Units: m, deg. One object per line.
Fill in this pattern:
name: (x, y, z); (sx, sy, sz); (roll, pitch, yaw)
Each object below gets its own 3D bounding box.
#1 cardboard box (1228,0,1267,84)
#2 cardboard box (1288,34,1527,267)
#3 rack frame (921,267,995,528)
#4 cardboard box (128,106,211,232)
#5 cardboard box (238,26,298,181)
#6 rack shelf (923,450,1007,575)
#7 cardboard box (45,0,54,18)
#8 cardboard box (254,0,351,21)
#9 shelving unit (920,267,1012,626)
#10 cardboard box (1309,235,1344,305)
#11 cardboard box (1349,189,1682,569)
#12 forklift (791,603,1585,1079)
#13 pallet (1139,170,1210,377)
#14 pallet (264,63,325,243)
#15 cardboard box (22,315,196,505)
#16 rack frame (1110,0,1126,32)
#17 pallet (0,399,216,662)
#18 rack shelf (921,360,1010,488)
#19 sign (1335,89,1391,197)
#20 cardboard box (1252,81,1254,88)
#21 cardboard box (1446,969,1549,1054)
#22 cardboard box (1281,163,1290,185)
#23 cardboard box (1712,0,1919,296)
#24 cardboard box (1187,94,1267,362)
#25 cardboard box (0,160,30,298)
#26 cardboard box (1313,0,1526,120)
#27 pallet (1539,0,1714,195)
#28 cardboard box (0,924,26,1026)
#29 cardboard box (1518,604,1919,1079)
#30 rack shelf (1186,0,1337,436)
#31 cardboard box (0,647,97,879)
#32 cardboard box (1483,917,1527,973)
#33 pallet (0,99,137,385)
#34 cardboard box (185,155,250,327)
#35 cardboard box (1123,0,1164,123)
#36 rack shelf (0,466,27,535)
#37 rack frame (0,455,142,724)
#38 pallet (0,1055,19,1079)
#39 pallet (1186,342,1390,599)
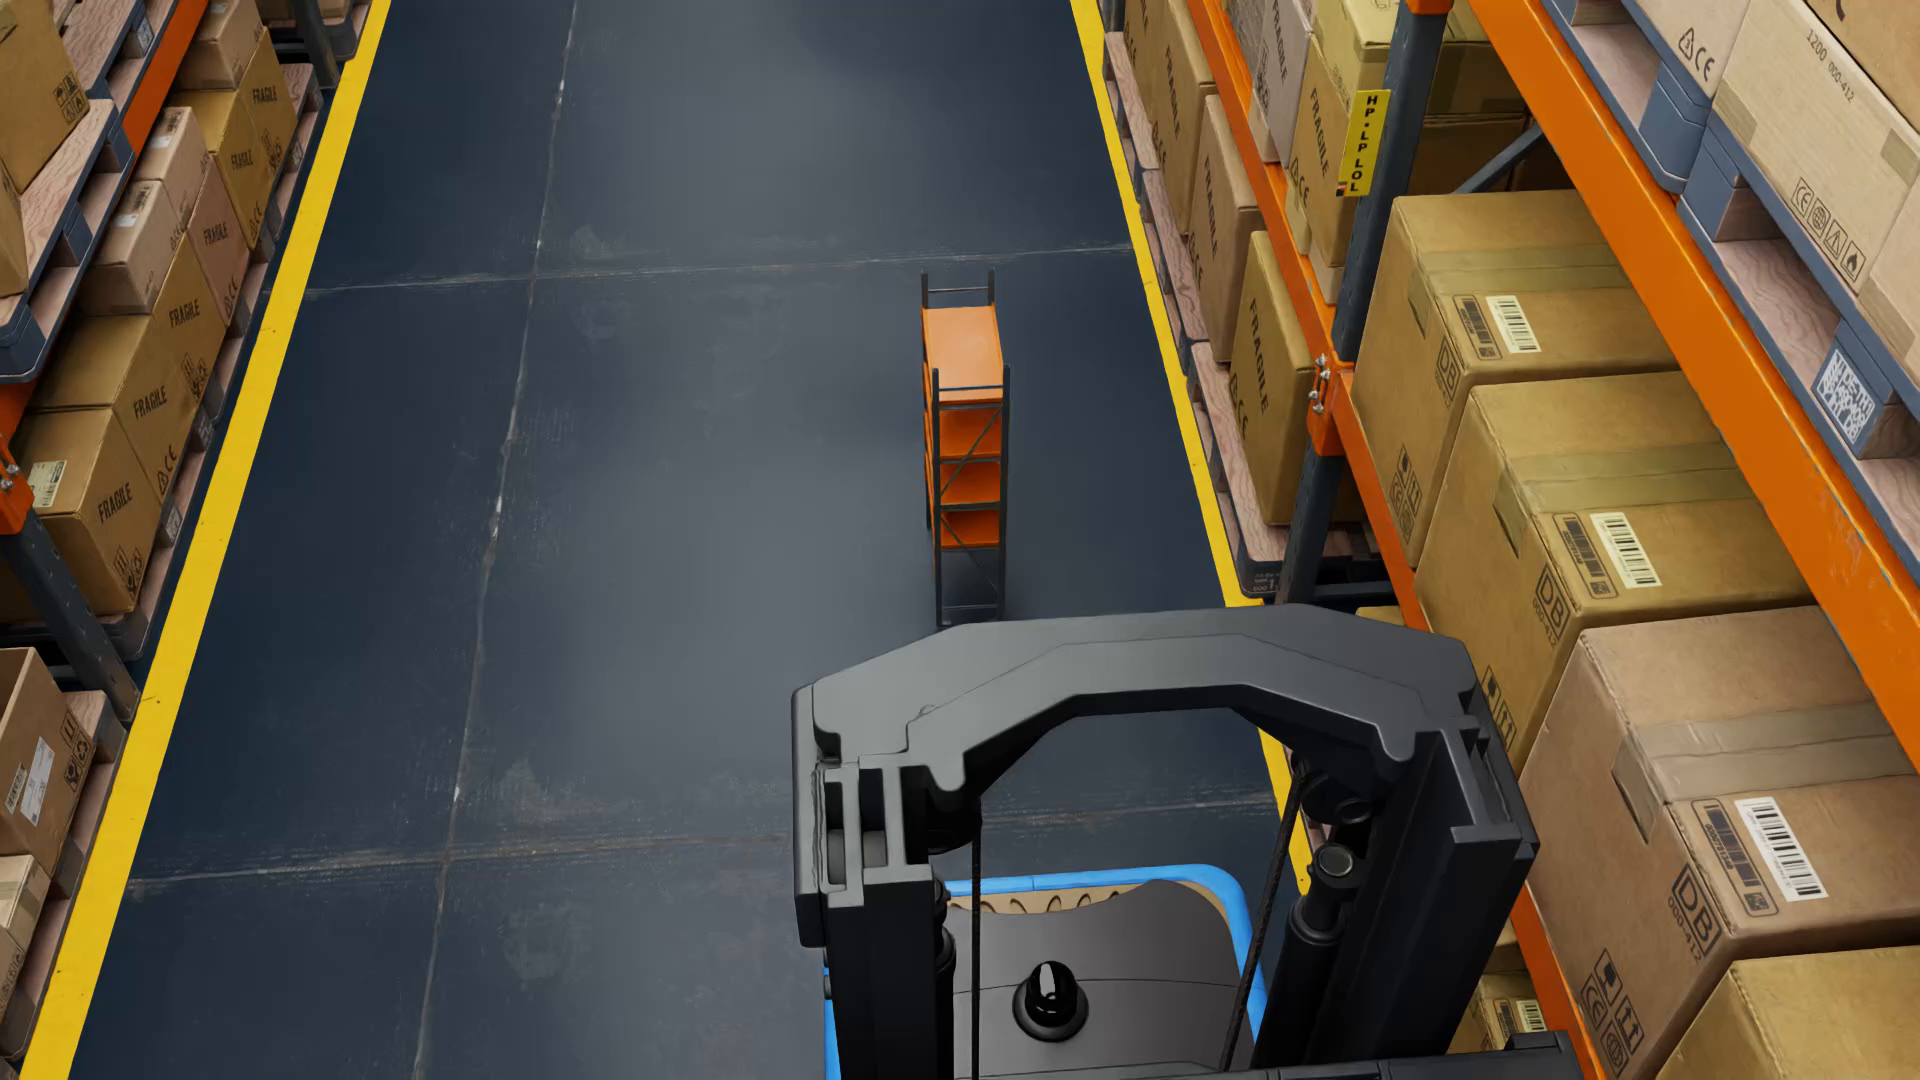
cardboard box: (1.242, -1.920, 5.715); (0.500, 0.500, 0.500); (-3, 47, -3)
cardboard box: (1.328, -1.188, 5.022); (0.500, 0.500, 0.500); (-4, 47, -4)
rack frame: (-0.007, -0.469, 5.868); (0.240, 1.200, 0.015); (-3, 47, -3)
cardboard box: (-3.242, -1.423, 6.434); (0.500, 0.250, 0.500); (-4, 47, -4)
cardboard box: (-3.341, -1.945, 7.445); (0.500, 0.500, 0.500); (-2, 47, -2)
rack shelf: (0.014, -0.110, 5.894); (0.258, 0.148, 0.480); (-3, 47, -3)
cardboard box: (-3.528, -1.875, 5.602); (0.700, 0.500, 0.500); (-14, 48, -13)
cardboard box: (-3.404, -2.912, 8.546); (0.500, 0.250, 0.500); (-4, 47, -3)
shelving unit: (0.014, -0.293, 5.701); (0.258, 1.200, 0.503); (-3, 47, -3)
cardboard box: (1.307, -0.874, 5.171); (0.380, 0.149, 0.250); (-3, 47, -3)
cardboard box: (1.647, -0.435, 4.390); (0.980, 0.700, 0.700); (-3, 47, -3)
forklift: (0.293, 1.609, 2.708); (1.130, 2.935, 3.031); (-3, 47, -3)
pallet: (1.373, -1.205, 7.246); (1.003, 0.211, 1.213); (-3, 47, -3)
pallet: (-3.628, -1.815, 7.823); (1.003, 0.211, 1.213); (-3, 47, -3)
cardboard box: (-3.172, -0.464, 6.042); (0.500, 0.500, 0.500); (-3, 47, -3)
rack frame: (1.283, -3.620, 7.612); (1.000, 3.000, 0.127); (-3, 47, -3)
pallet: (-3.424, -0.049, 6.151); (1.003, 0.211, 1.213); (-3, 47, -3)
rack shelf: (0.014, -0.400, 5.587); (0.258, 0.148, 0.480); (-3, 47, -3)
sign: (1.078, -1.057, 4.442); (0.100, 0.325, 0.005); (-3, 47, -3)
cardboard box: (1.251, -1.613, 5.871); (0.380, 0.149, 0.250); (-3, 47, -3)
cardboard box: (1.658, 1.272, 4.412); (0.700, 0.500, 0.500); (-3, 47, -2)
cardboard box: (1.286, -1.245, 5.522); (0.380, 0.149, 0.250); (-2, 47, -2)
cardboard box: (1.492, -0.628, 2.458); (0.500, 0.250, 0.500); (-5, 47, -4)
cardboard box: (1.356, -1.236, 6.546); (0.750, 0.750, 0.750); (-2, 47, -2)
cardboard box: (-3.135, -0.957, 4.732); (0.700, 0.500, 0.500); (-18, 49, -16)
cardboard box: (1.324, -1.449, 4.753); (0.500, 0.250, 0.500); (-2, 47, -2)
pallet: (1.676, -1.134, 3.253); (1.003, 0.211, 1.213); (-3, 47, -3)
cardboard box: (-2.925, 1.289, 4.512); (0.500, 0.311, 0.500); (-3, 47, -3)
cardboard box: (1.773, 0.619, 3.391); (0.980, 0.700, 0.700); (-6, 47, -5)
rack shelf: (1.450, -1.925, 6.503); (1.077, 0.370, 4.000); (-3, 47, -3)
cardboard box: (-2.988, 0.681, 4.957); (0.500, 0.500, 0.500); (-3, 47, -3)
cardboard box: (1.469, 0.950, 4.270); (0.380, 0.149, 0.250); (-5, 47, -4)
pallet: (-3.276, -0.941, 5.207); (1.003, 0.211, 1.213); (-3, 47, -3)
cardboard box: (-3.248, -1.192, 6.731); (0.500, 0.500, 0.500); (-5, 47, -5)
cardboard box: (1.214, -2.485, 7.729); (0.750, 0.750, 0.750); (-4, 47, -4)
rack shelf: (-3.151, 1.272, 3.474); (1.077, 0.370, 4.000); (-3, 47, -3)
rack frame: (-3.318, -0.422, 4.584); (1.000, 3.000, 0.127); (-3, 47, -3)
pallet: (-3.156, 1.919, 4.288); (1.003, 0.211, 1.213); (-3, 47, -3)
pallet: (1.478, -0.321, 6.408); (1.003, 0.211, 1.213); (-3, 47, -3)
